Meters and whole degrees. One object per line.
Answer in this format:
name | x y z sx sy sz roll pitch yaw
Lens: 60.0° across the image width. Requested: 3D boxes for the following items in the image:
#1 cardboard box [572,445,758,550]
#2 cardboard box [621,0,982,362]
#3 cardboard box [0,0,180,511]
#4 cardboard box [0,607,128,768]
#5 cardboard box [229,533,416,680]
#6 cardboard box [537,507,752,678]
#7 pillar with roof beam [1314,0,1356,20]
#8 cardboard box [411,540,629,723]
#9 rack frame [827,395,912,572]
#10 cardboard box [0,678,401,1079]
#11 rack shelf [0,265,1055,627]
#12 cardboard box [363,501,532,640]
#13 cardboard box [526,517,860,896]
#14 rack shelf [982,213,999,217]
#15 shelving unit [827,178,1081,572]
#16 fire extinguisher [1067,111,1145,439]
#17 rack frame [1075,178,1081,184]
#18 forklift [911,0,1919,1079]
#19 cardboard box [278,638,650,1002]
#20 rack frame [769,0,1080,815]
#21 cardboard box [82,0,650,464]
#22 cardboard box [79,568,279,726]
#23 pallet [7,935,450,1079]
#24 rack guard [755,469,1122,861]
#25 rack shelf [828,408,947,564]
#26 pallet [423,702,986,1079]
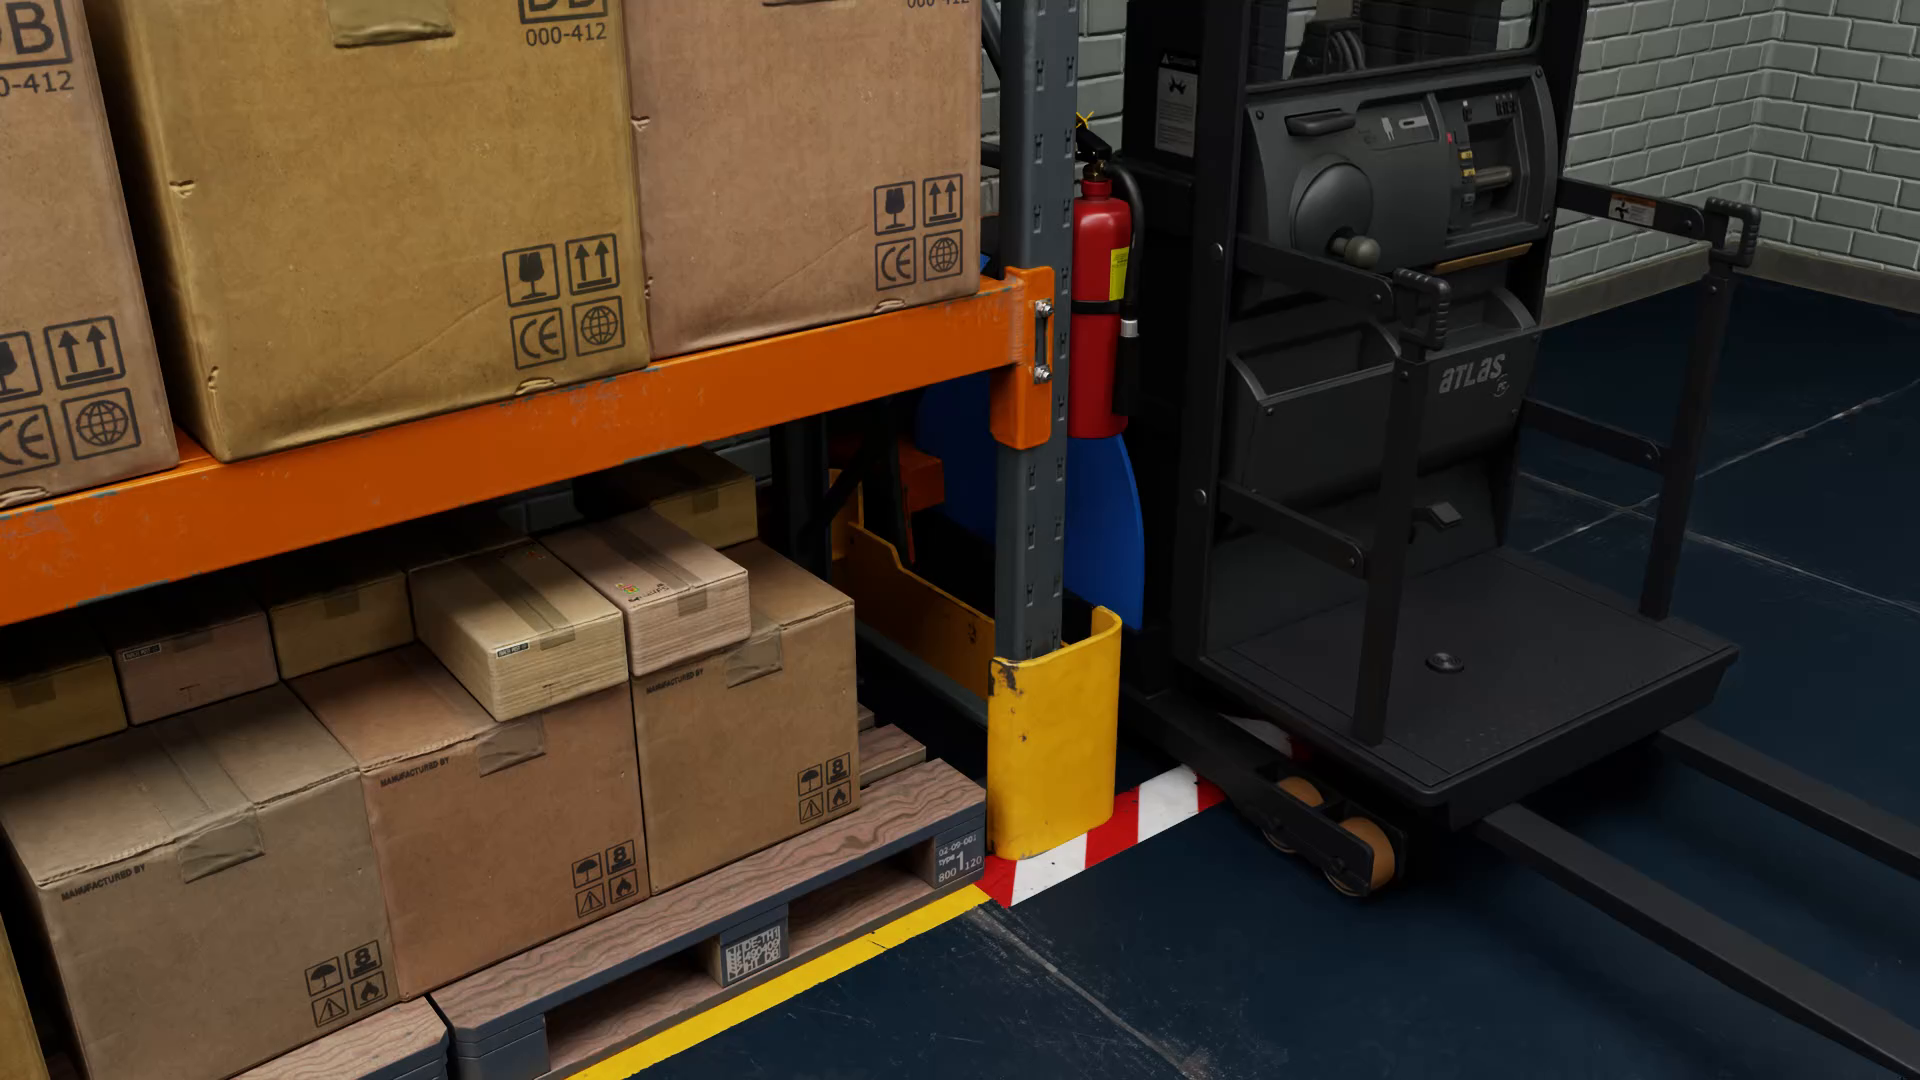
cardboard box | -0.644 -0.101 3.604 0.250 0.149 0.380 -18 30 -34
cardboard box | -0.525 -0.866 3.197 0.700 0.700 0.980 -17 30 -32
cardboard box | -1.697 -0.479 2.362 0.700 0.700 0.980 -20 32 -36
cardboard box | -1.641 0.229 2.893 0.250 0.149 0.380 -18 30 -34
cardboard box | -1.240 0.096 3.180 0.250 0.149 0.380 -18 30 -34
cardboard box | -0.608 0.092 3.189 0.250 0.149 0.380 -19 31 -35
pillar with roof beam | 4.117 -3.149 1.346 0.400 9.000 9.100 -18 31 -34
cardboard box | -0.809 0.158 3.046 0.250 0.149 0.380 -17 30 -33
rack frame | -0.340 -0.344 4.636 0.032 1.125 0.500 -20 25 -35
cardboard box | -1.408 0.553 2.966 0.500 0.500 0.700 -19 31 -36
rack shelf | -1.704 -0.020 2.585 4.000 0.370 1.077 -18 31 -34
cardboard box | -1.043 0.031 3.320 0.250 0.149 0.380 -18 30 -34
cardboard box | -0.619 0.292 3.528 0.500 0.500 0.700 -18 31 -34
rack shelf | 0.024 -0.763 4.825 1.000 0.278 0.538 -20 25 -35
shelving unit | 0.052 -0.489 4.926 1.048 1.125 0.538 -20 25 -35
fire extinguisher | 0.273 -0.548 3.403 0.183 0.674 0.296 -18 31 -34
rack frame | 0.444 -0.634 5.215 0.032 1.125 0.500 -20 25 -35
forklift | 1.107 -0.792 3.475 1.130 2.935 3.031 -16 29 -31
cardboard box | -1.013 0.422 3.248 0.500 0.500 0.700 -18 31 -34
rack frame | -0.130 -0.866 3.553 0.127 3.000 1.000 -18 31 -34
cardboard box | -1.091 -0.674 2.782 0.700 0.700 0.980 -19 31 -34
cardboard box | -1.440 0.162 3.037 0.250 0.149 0.380 -18 30 -33
pallet | -1.671 0.948 2.958 1.213 0.211 1.003 -18 31 -34
rack guard | -0.111 0.261 4.093 0.348 0.500 1.175 -18 31 -34
rack shelf | 0.075 -0.260 5.009 1.000 0.278 0.538 -20 25 -35
pallet | -0.711 0.632 3.637 1.213 0.211 1.003 -18 31 -34
